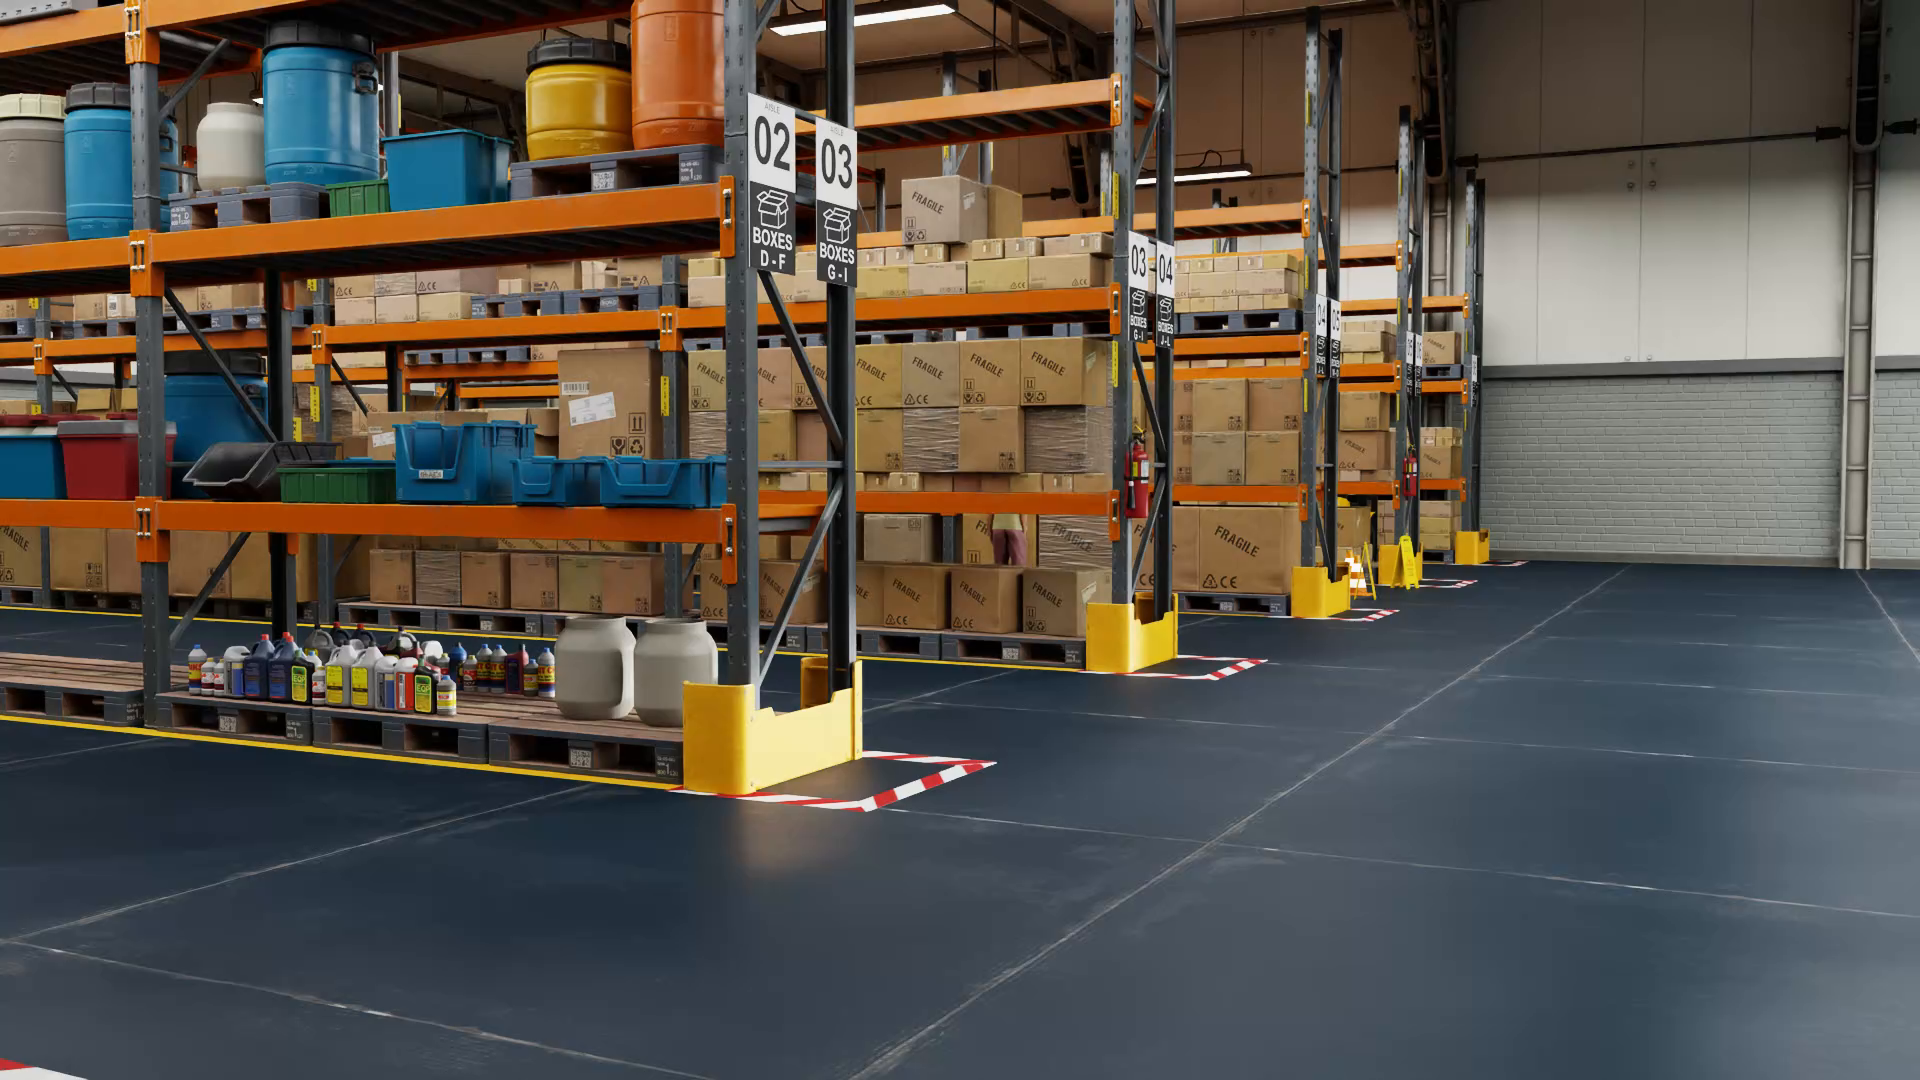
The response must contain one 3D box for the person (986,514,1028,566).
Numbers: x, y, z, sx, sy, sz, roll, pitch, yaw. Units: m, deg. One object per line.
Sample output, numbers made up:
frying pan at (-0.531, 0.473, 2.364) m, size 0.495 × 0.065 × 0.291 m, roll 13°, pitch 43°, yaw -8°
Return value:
person at (0.473, -0.057, 16.337) m, size 0.440 × 1.668 × 0.372 m, roll 1°, pitch 3°, yaw 27°
